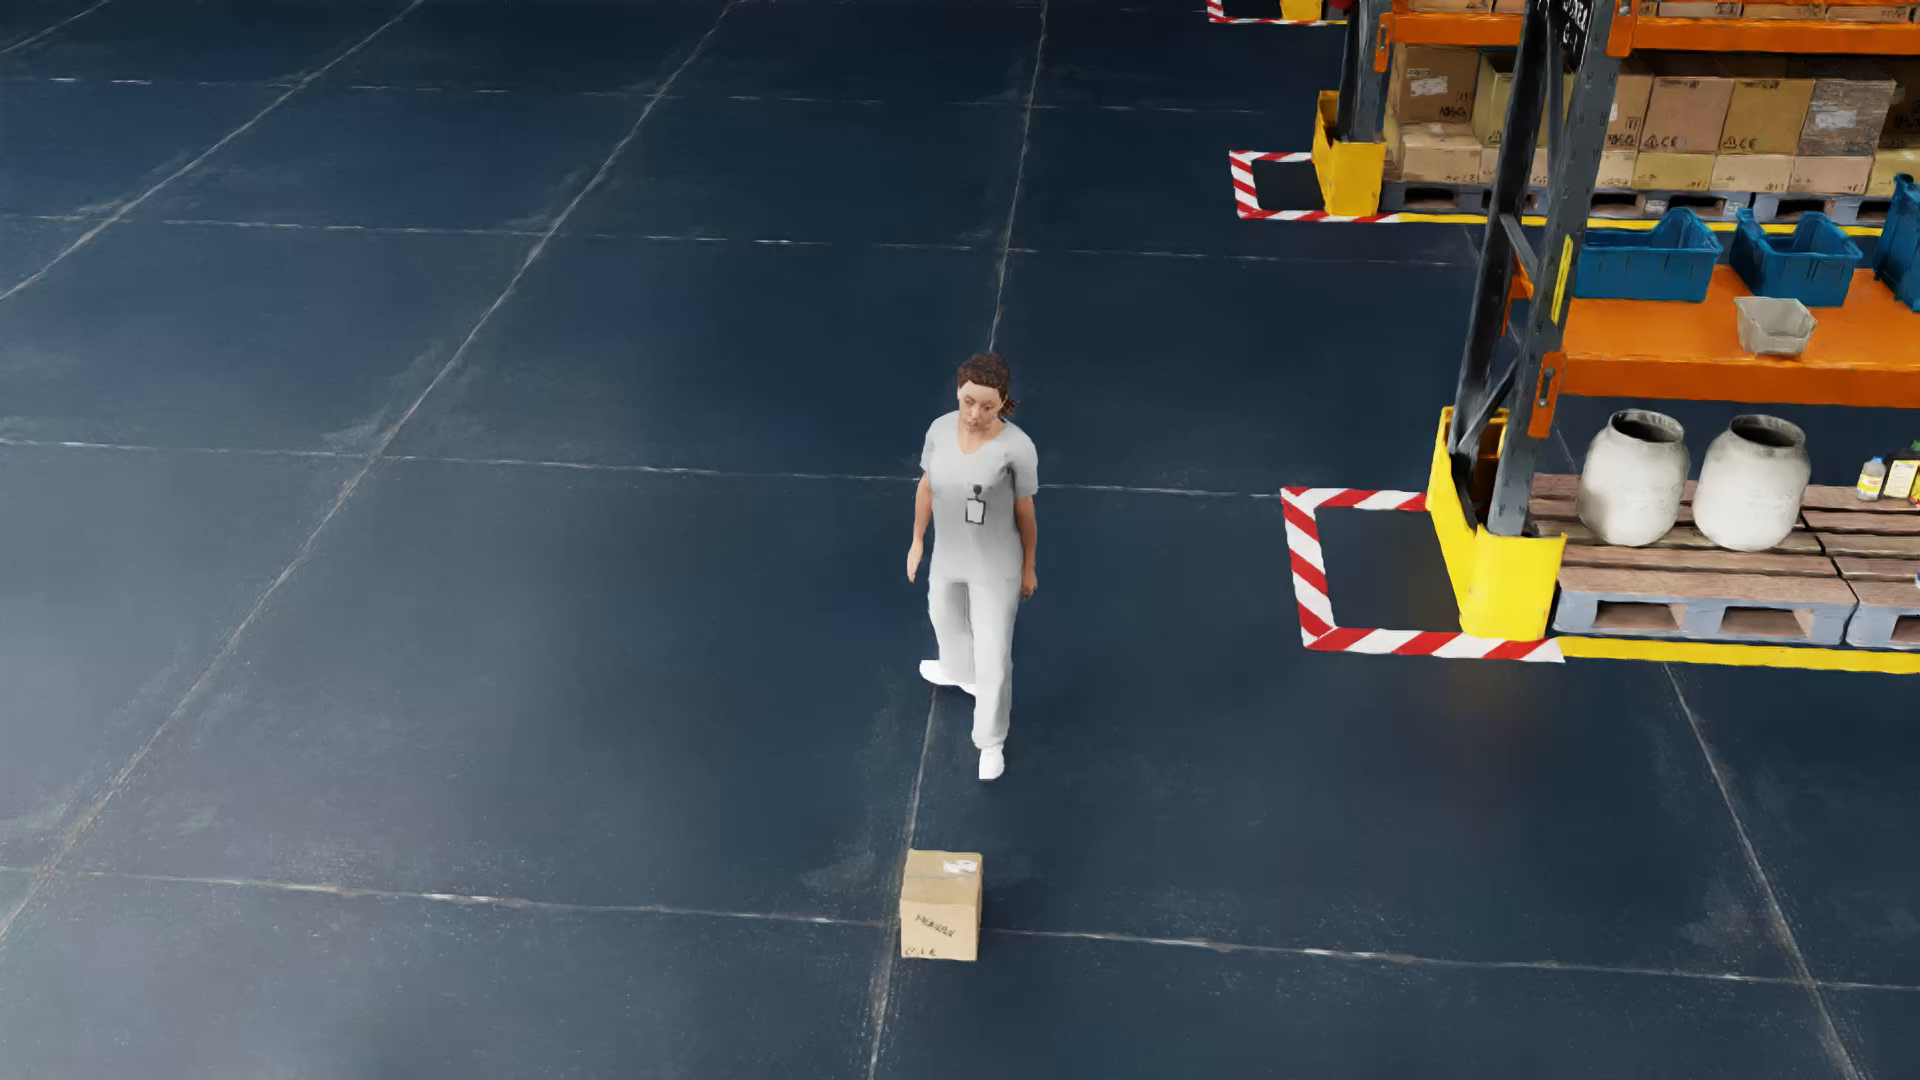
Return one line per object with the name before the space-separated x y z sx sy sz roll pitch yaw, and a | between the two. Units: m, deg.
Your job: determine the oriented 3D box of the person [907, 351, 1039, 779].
person | 0.004 0.023 6.106 0.646 1.668 0.471 22 38 31
